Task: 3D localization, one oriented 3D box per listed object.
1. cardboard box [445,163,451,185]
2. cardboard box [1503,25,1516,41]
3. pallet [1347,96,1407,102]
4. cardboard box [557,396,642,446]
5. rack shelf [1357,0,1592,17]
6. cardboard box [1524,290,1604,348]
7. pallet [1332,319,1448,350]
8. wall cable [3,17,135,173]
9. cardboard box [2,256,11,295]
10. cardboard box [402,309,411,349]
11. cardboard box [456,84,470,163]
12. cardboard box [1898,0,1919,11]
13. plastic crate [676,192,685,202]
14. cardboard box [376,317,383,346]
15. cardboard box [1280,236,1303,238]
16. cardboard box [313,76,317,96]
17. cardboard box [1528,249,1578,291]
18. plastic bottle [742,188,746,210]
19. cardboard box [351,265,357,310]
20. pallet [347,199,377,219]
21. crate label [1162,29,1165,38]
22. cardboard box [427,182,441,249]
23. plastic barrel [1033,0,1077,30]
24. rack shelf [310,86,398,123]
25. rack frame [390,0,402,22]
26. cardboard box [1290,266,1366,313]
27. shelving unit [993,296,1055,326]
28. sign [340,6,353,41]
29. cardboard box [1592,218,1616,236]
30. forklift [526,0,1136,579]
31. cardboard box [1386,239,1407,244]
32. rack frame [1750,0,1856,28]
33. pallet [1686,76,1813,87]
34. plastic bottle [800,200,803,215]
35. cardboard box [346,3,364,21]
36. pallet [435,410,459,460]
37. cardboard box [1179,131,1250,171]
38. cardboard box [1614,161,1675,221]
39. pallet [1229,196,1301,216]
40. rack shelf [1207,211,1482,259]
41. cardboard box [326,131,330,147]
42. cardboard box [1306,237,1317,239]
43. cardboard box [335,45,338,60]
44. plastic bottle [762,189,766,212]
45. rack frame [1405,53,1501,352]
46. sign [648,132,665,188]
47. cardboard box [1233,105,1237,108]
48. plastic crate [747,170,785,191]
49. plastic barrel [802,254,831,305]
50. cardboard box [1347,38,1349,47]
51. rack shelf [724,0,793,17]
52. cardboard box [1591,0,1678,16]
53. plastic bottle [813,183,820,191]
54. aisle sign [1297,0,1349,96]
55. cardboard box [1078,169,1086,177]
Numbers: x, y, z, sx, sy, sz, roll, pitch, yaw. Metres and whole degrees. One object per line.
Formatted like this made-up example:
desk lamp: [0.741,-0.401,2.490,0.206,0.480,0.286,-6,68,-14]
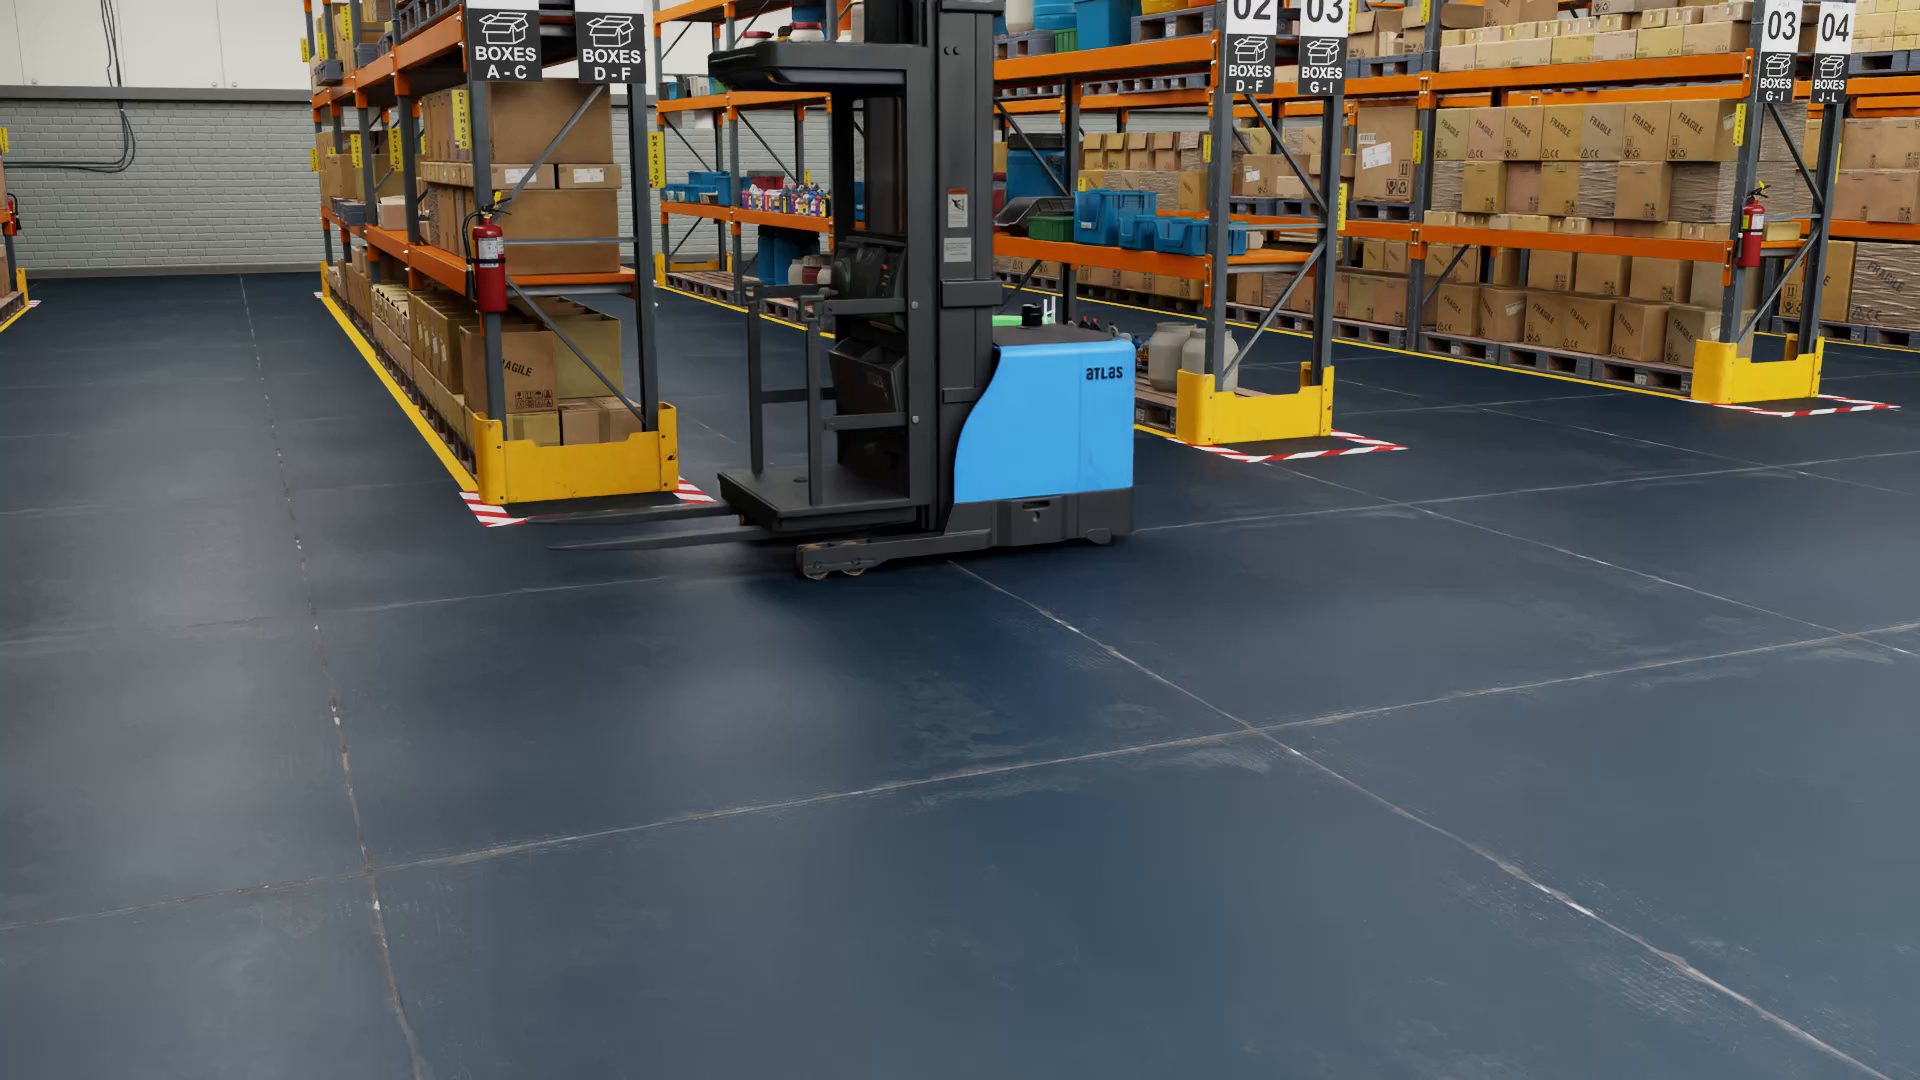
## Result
cardboard box: [-3.372,-2.555,11.597,0.380,0.149,0.250,-6,14,-23]
cardboard box: [5.396,-4.811,15.800,0.380,0.149,0.250,-5,14,-21]
pallet: [6.682,-6.790,25.317,1.213,0.211,1.003,-6,14,-23]
cardboard box: [-2.335,-0.752,10.635,0.500,0.250,0.500,-6,14,-23]
rack shelf: [7.334,-7.521,23.892,1.077,0.370,4.000,-6,14,-23]
cardboard box: [5.833,-2.139,16.070,0.500,0.500,0.500,-7,15,-28]
pallet: [4.839,-2.279,18.249,1.003,0.211,1.213,-6,14,-23]
wall cable: [-15.208,-7.225,27.015,3.097,2.526,0.112,-6,14,-23]
cardboard box: [-12.898,-3.465,21.802,0.700,0.500,0.500,-6,14,-23]
cardboard box: [-4.351,-1.779,13.827,0.500,0.311,0.500,-6,14,-23]
cardboard box: [-2.938,-2.758,11.035,0.700,0.500,0.500,-6,14,-23]
cardboard box: [9.982,-5.568,17.260,0.380,0.149,0.250,-5,14,-22]
plastic crate: [-4.071,-5.115,24.769,0.250,0.136,0.298,-6,14,-23]
cardboard box: [-5.385,-2.036,16.181,0.500,0.250,0.500,-6,14,-25]
cardboard box: [5.563,-5.036,28.050,0.380,0.149,0.250,-6,14,-23]
cardboard box: [-8.572,-6.217,22.759,0.500,0.250,0.500,-6,14,-23]
cardboard box: [8.297,-3.705,22.284,1.050,0.750,0.750,-6,14,-24]
plastic bottle: [-2.835,-4.511,21.968,0.061,0.283,0.133,-6,14,-23]
cardboard box: [-6.936,-3.001,19.753,0.500,0.500,0.500,-5,14,-22]
pallet: [-6.312,-3.717,18.704,1.003,0.211,1.213,-6,14,-23]
crate label: [1.769,-4.009,13.215,0.502,0.251,0.408,-6,14,-23]
cardboard box: [-3.742,-2.541,12.973,0.700,0.500,0.500,-6,14,-24]
plastic barrel: [0.915,-4.724,13.935,0.600,0.901,0.708,-6,14,-23]
rack shelf: [-7.932,-5.760,22.047,1.077,0.370,4.000,-6,14,-23]
rack frame: [-3.926,-5.506,12.701,1.000,3.000,0.127,-6,14,-23]
cardboard box: [4.304,-2.933,19.459,0.700,0.500,0.500,-4,14,-18]
shelving unit: [0.280,-0.823,9.765,0.503,1.200,0.258,4,14,15]
sign: [-6.026,-5.074,16.342,0.100,0.325,0.005,-6,14,-23]
cardboard box: [5.936,-2.825,14.981,0.380,0.149,0.250,-6,14,-23]
forklift: [-0.645,-1.373,8.301,3.031,2.935,1.130,-6,14,-23]
cardboard box: [6.802,-4.623,25.140,0.500,0.250,0.500,-5,14,-21]
rack frame: [6.755,-5.573,12.993,1.000,3.000,0.127,-6,14,-23]
pallet: [9.325,-5.457,19.568,0.805,0.209,1.217,-6,14,-25]
plastic bottle: [-1.858,-3.978,19.846,0.097,0.201,0.097,0,13,0]
cardboard box: [-6.460,-5.613,18.443,0.600,0.600,0.600,-6,14,-25]
pallet: [-3.153,-0.804,11.875,1.003,0.211,1.213,-6,14,-23]
cardboard box: [3.272,-4.993,21.346,0.797,0.503,0.637,-5,14,-21]
cardboard box: [6.249,-3.053,14.526,0.875,0.500,0.500,-6,14,-23]
pallet: [3.933,-4.072,20.238,1.213,0.211,1.003,-6,14,-23]
rack shelf: [4.351,-3.540,19.107,1.077,0.370,4.000,-6,14,-23]
cardboard box: [-7.778,-4.958,21.202,0.500,0.500,0.500,-6,14,-24]
cardboard box: [6.045,-5.023,27.992,0.380,0.149,0.250,-6,14,-25]
cardboard box: [-7.574,-5.944,20.469,0.500,0.250,0.500,-6,14,-23]
plastic bottle: [-2.479,-4.328,21.175,0.061,0.283,0.133,-6,14,-23]
rack frame: [5.152,-3.477,17.240,1.000,3.000,0.127,-6,14,-23]
sign: [-1.813,-2.266,9.912,0.100,0.325,0.005,-6,14,-23]
cardboard box: [4.876,-7.656,28.976,0.500,0.250,0.500,-5,14,-21]
plastic crate: [-2.718,-4.950,23.330,0.402,0.464,0.583,-6,14,-23]
plastic barrel: [-1.652,-3.219,20.541,0.600,0.588,0.708,-6,14,-23]
cardboard box: [4.370,-5.772,19.176,0.500,0.500,0.500,-5,14,-22]
rack shelf: [-1.789,-6.647,20.113,1.077,0.370,4.000,-6,14,-23]
cardboard box: [5.902,-4.846,14.515,0.500,0.500,0.500,-6,14,-23]
plastic bottle: [-1.848,-4.460,21.597,0.144,0.351,0.185,-6,14,-23]
aisle sign: [2.514,-3.481,11.494,0.394,0.787,0.004,-6,14,-23]
cardboard box: [1.903,-5.061,23.862,0.500,0.500,0.500,-6,14,-23]
